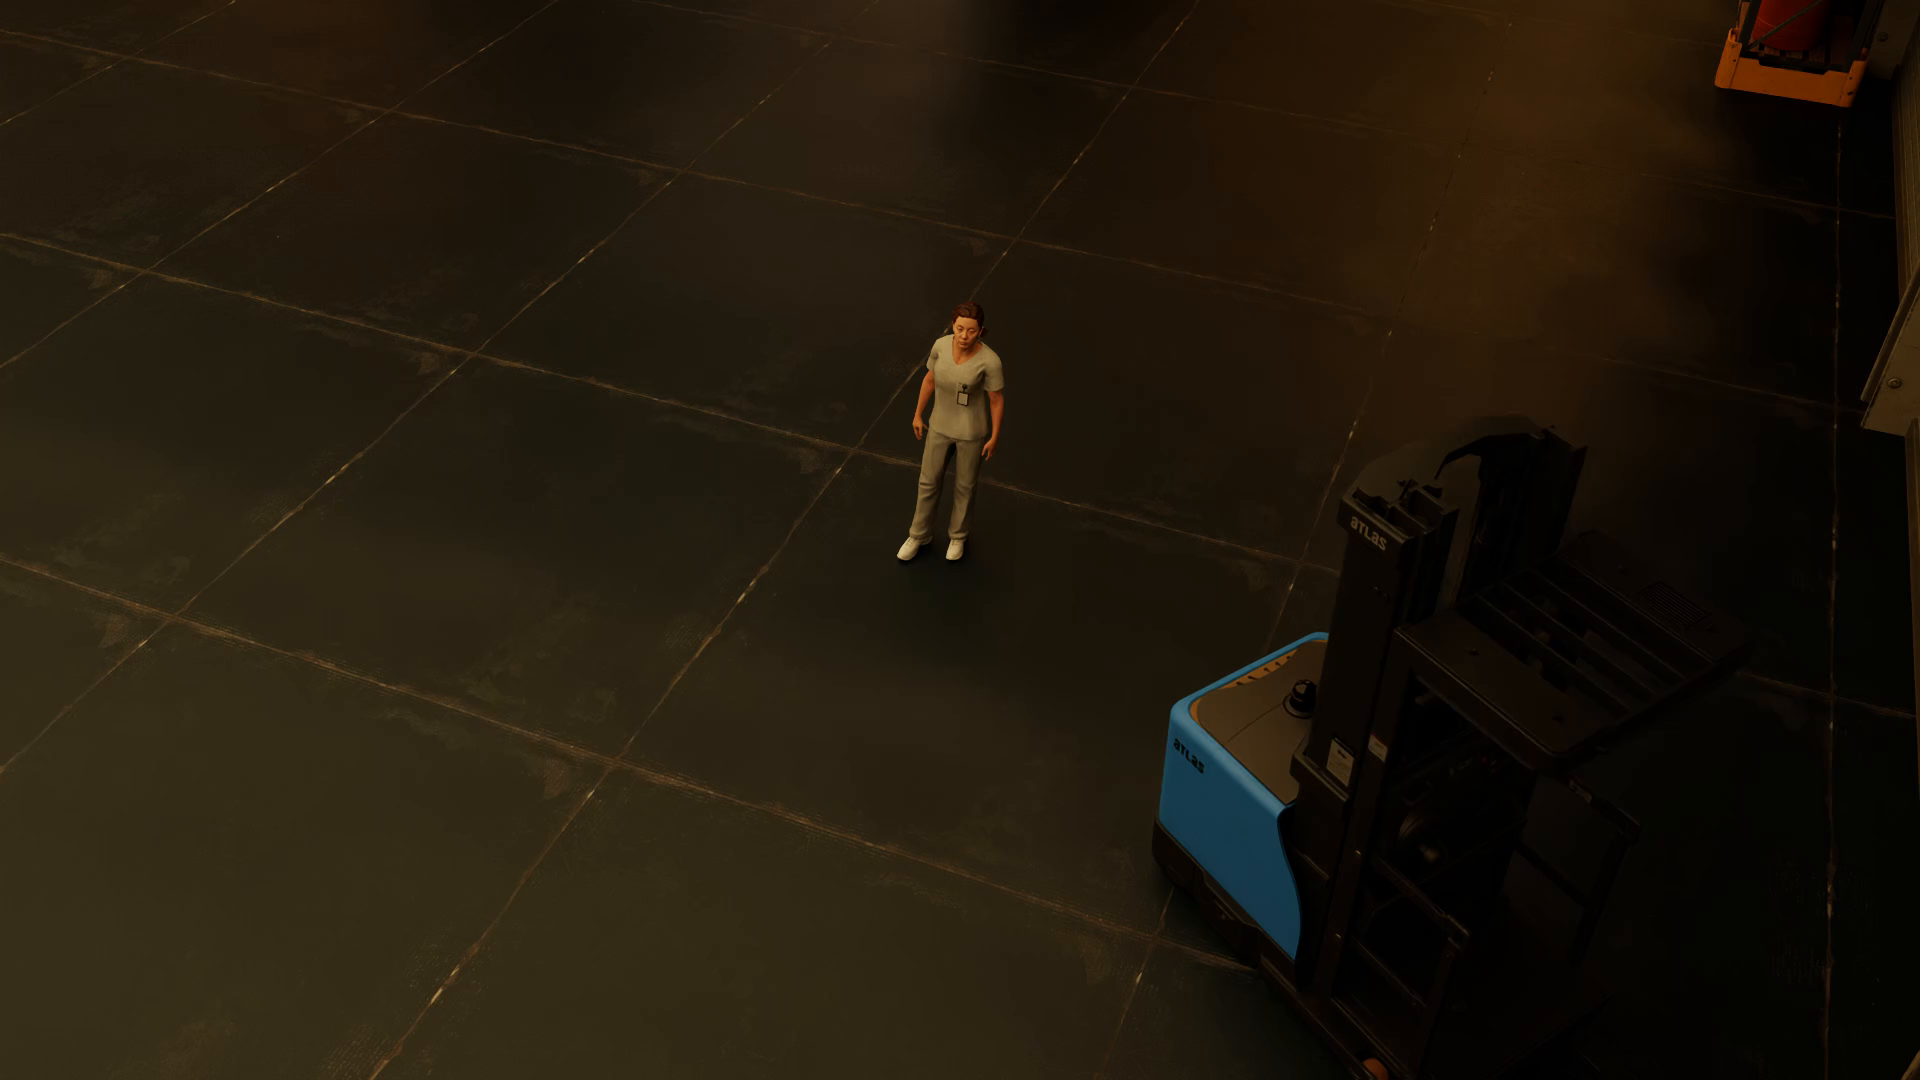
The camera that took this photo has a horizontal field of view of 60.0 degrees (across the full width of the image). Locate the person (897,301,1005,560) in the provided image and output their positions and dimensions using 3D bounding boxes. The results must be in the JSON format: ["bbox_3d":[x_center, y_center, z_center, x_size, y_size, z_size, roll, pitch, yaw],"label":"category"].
[{"bbox_3d":[-0.041,-0.608,9.699,0.549,1.675,0.549,15,42,17],"label":"person"}]

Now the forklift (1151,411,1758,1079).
[{"bbox_3d":[2.191,1.083,6.713,1.130,2.935,3.031,-23,45,-25],"label":"forklift"}]
